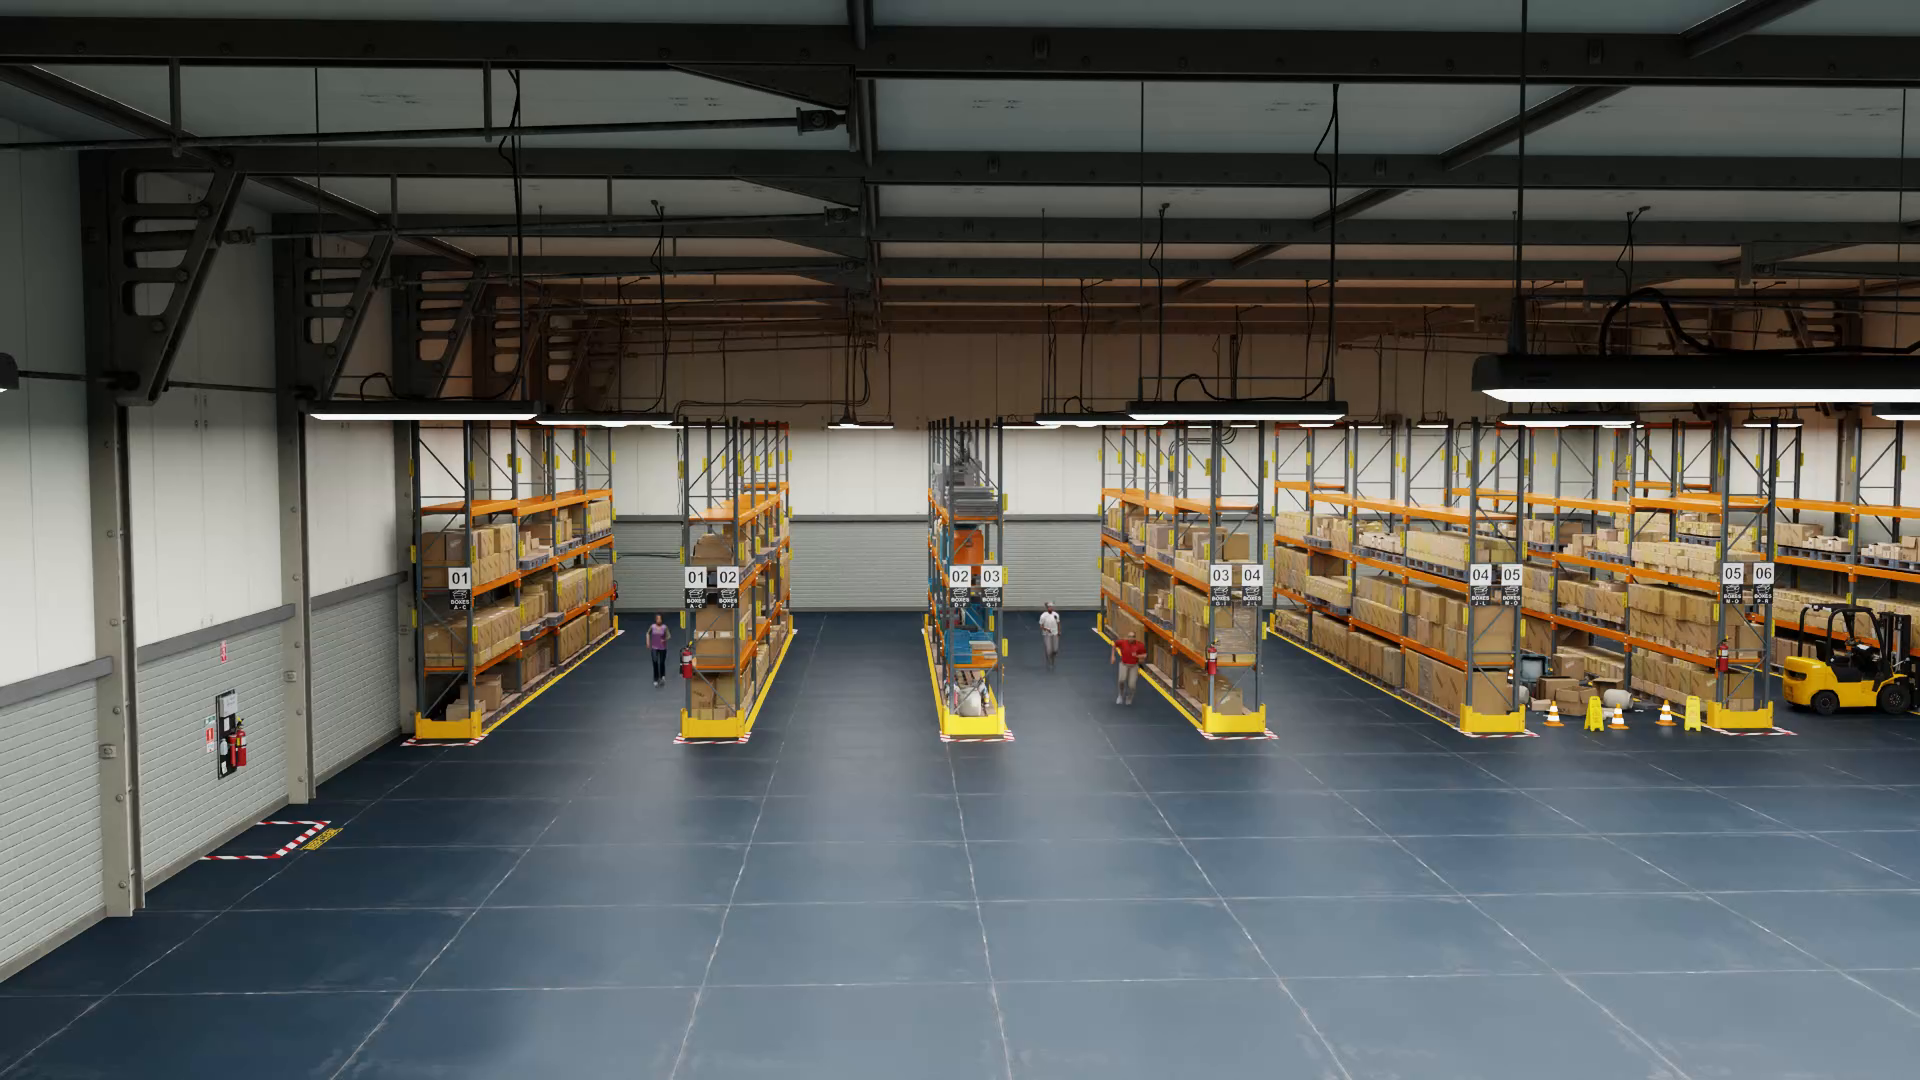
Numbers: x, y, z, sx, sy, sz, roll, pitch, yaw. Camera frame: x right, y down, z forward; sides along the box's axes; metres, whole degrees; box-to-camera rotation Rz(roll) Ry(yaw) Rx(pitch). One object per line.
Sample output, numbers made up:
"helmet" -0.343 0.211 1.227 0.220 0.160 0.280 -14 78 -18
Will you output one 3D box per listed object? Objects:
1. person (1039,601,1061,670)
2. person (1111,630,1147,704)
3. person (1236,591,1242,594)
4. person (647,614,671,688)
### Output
"person" 2.188 2.293 39.959 0.570 1.661 0.554 -1 4 -11
"person" 3.537 2.674 34.811 0.731 1.623 0.820 0 4 4
"person" 7.798 1.918 46.209 0.609 1.604 0.521 0 4 0
"person" -6.783 2.494 37.472 0.547 1.624 0.705 -1 4 -8
